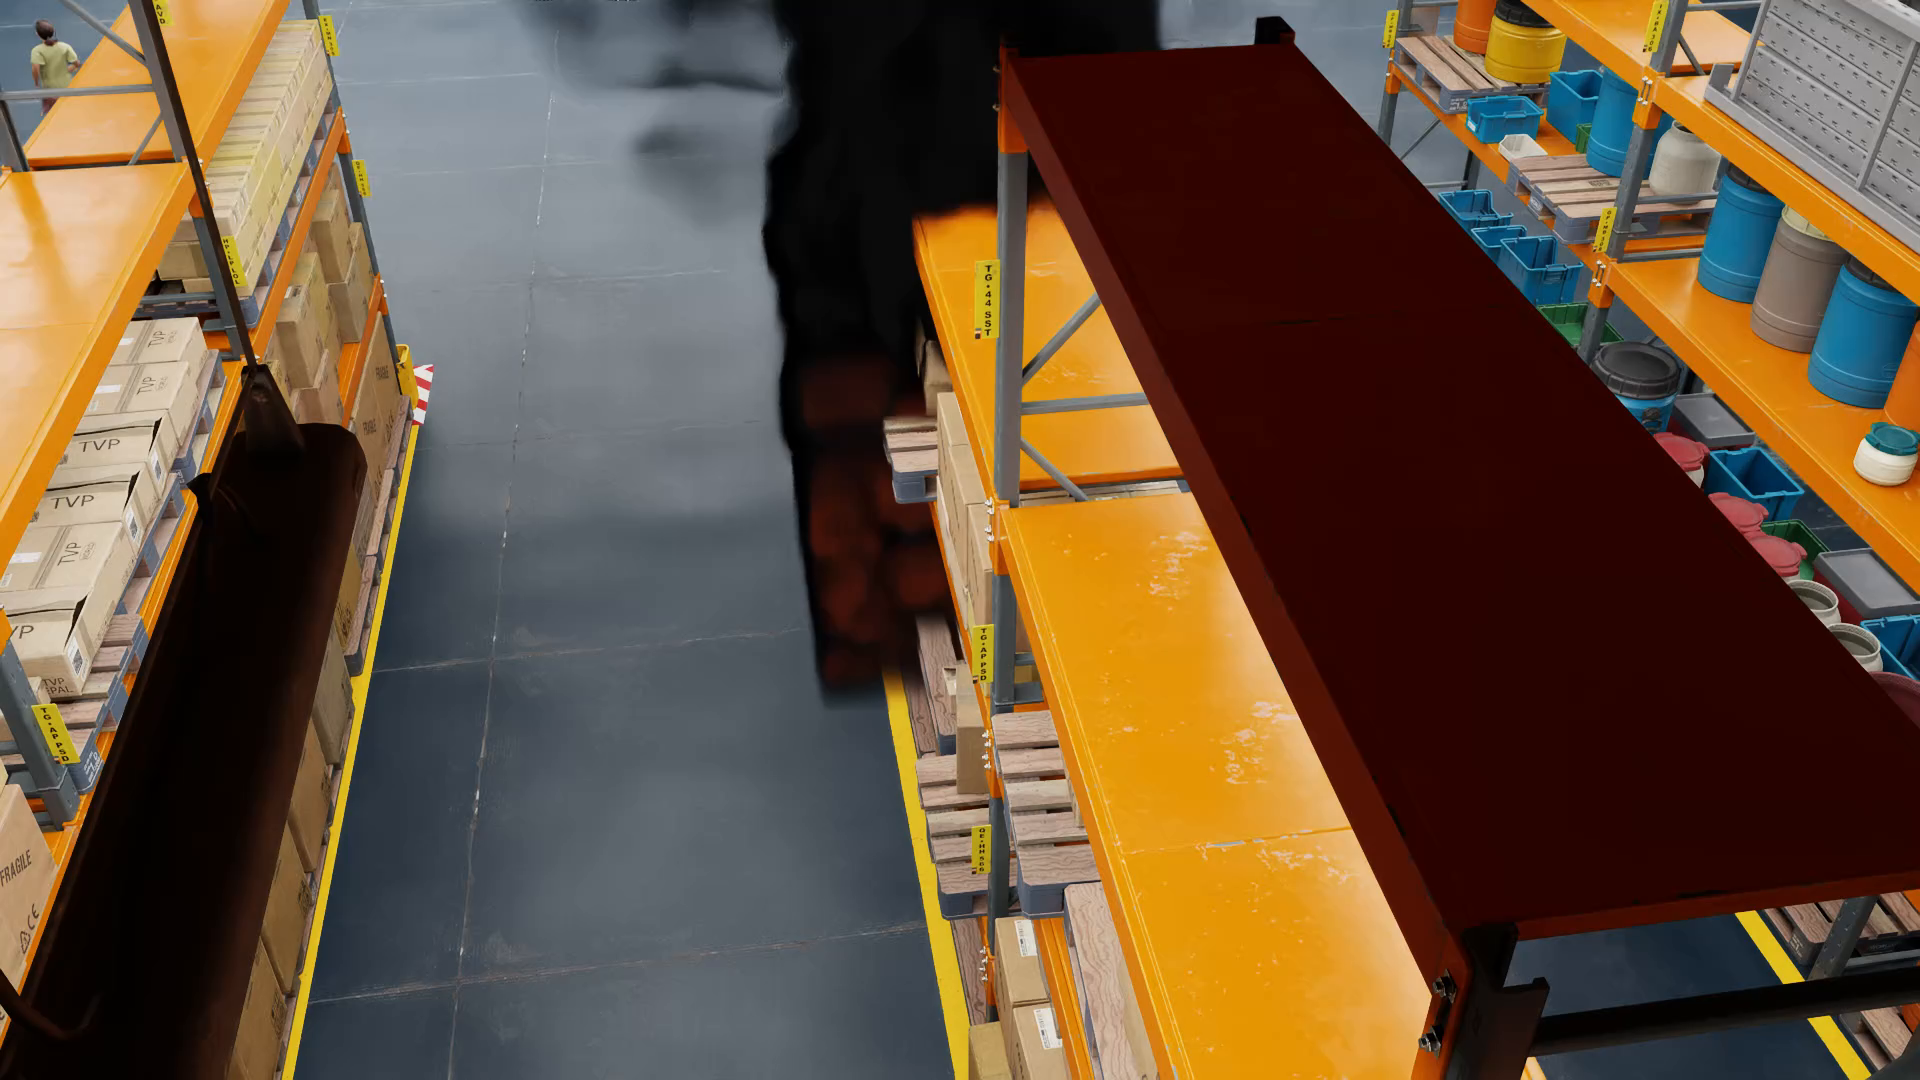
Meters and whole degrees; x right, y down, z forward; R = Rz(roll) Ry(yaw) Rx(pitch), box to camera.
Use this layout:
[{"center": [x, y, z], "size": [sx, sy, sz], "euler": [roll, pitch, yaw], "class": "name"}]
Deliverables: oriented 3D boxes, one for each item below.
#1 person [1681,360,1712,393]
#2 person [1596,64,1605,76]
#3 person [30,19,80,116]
[{"center": [6.413, -1.933, 14.198], "size": [0.589, 1.674, 0.528], "euler": [-10, 37, -13], "class": "person"}, {"center": [6.908, -4.380, 18.054], "size": [0.635, 1.648, 0.567], "euler": [9, 37, 12], "class": "person"}, {"center": [-10.370, -5.178, 19.129], "size": [0.537, 1.628, 0.590], "euler": [28, 44, 32], "class": "person"}]
